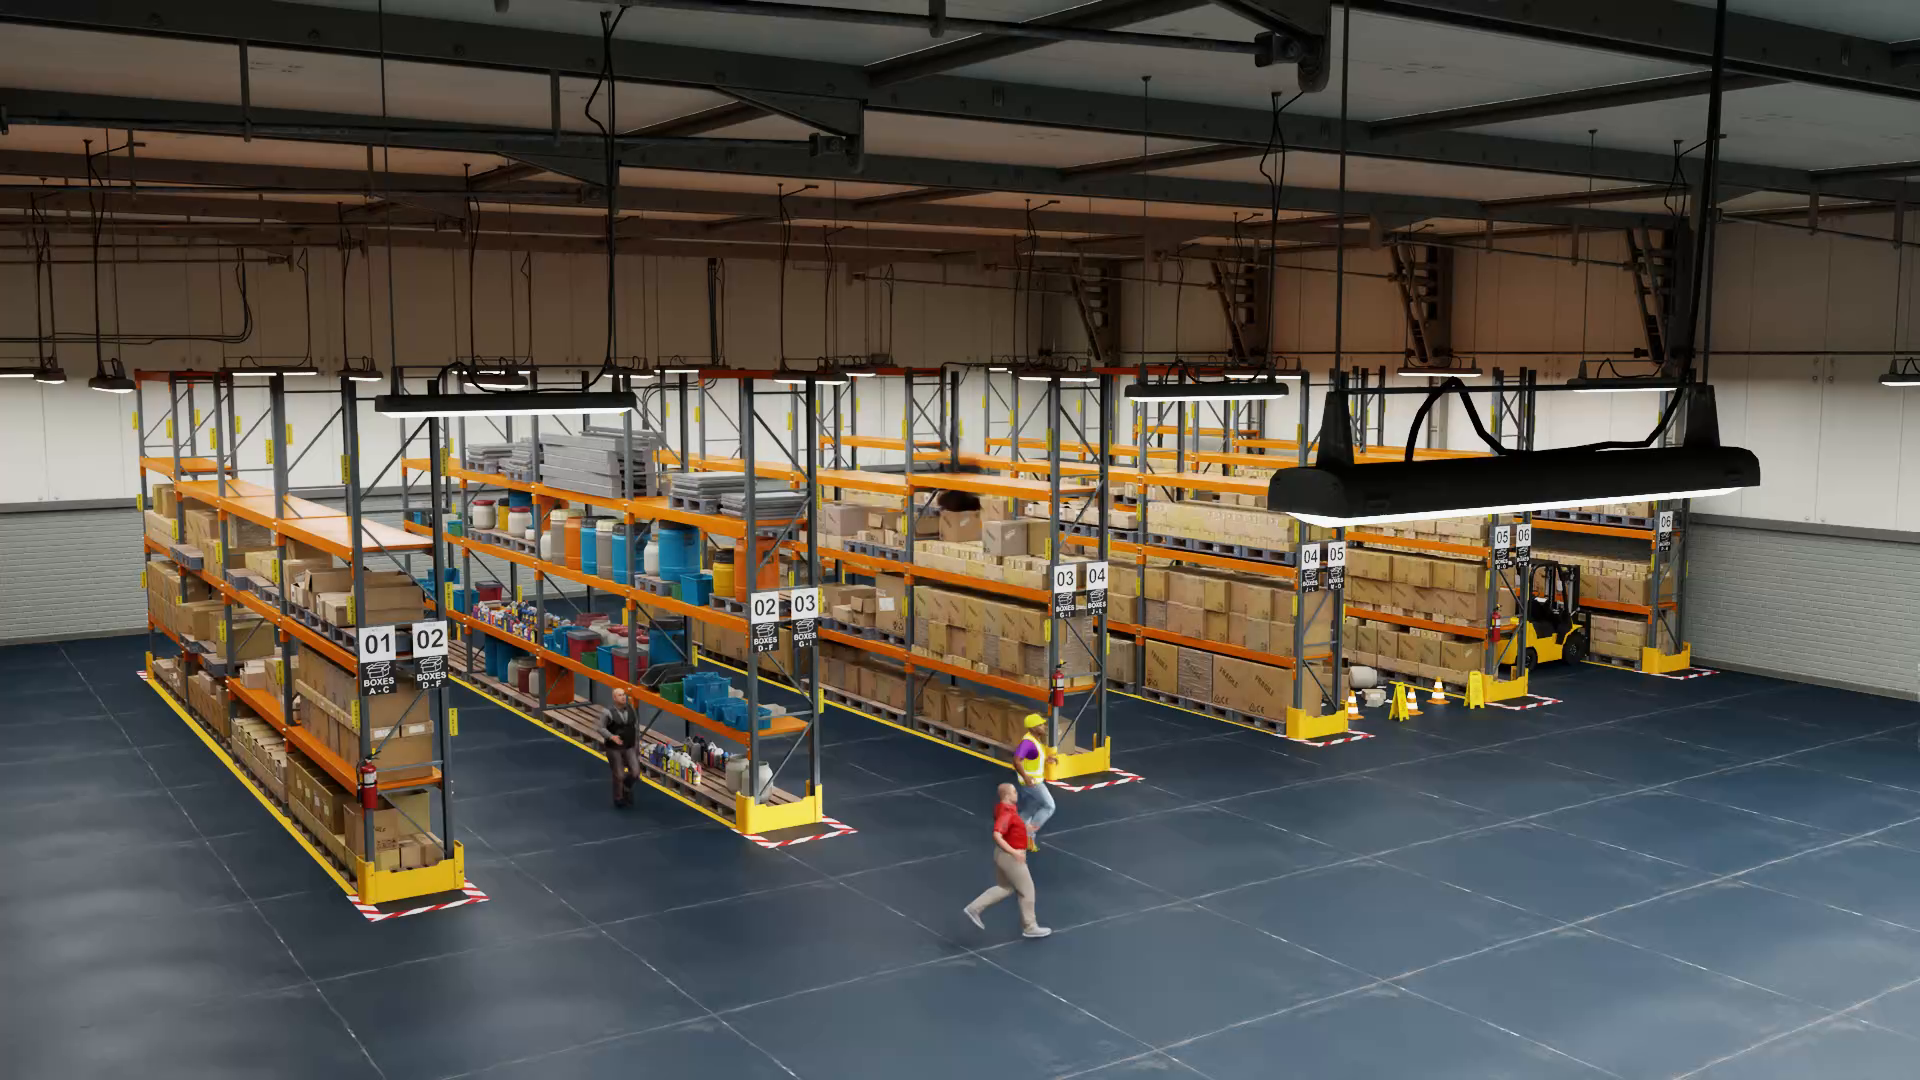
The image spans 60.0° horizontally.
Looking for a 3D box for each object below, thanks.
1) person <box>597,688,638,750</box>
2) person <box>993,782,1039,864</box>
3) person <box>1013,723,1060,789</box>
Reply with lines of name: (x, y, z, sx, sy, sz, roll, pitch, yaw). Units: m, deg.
person: (-4.681, 2.502, 23.000, 0.659, 0.896, 0.577, -4, 8, -33)
person: (0.582, 3.015, 17.907, 0.597, 0.825, 0.672, -1, 7, -12)
person: (0.973, 2.676, 21.133, 0.645, 0.871, 0.670, 0, 6, -3)
